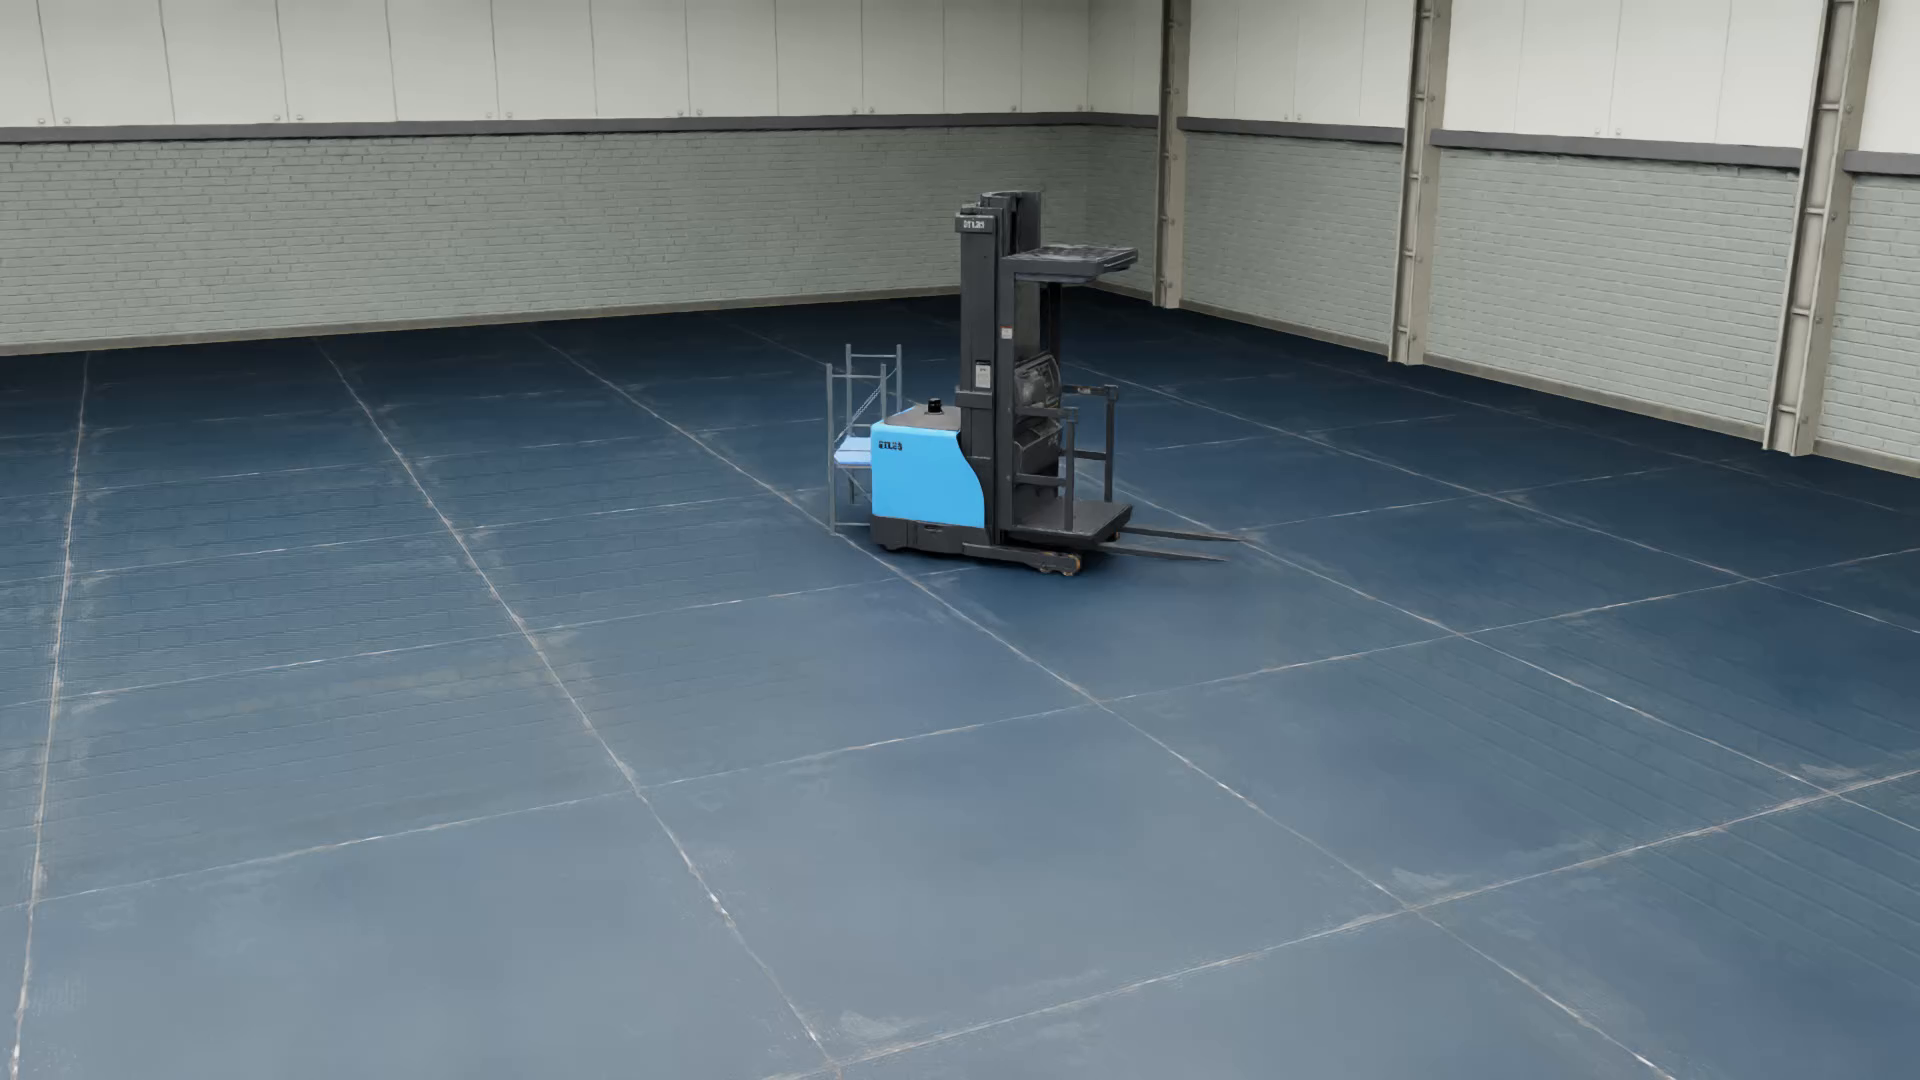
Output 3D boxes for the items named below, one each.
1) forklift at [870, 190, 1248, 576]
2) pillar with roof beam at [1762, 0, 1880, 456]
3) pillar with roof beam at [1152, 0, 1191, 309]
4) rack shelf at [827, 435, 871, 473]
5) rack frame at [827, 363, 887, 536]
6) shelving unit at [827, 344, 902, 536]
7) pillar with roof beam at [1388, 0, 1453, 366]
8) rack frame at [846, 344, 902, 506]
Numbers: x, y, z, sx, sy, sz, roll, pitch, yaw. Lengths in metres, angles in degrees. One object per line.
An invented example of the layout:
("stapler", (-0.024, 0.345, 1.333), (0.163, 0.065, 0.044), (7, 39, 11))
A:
("forklift", (0.814, -1.288, 13.425), (3.031, 2.935, 1.130), (7, 17, 22))
("pillar with roof beam", (4.847, -4.739, 14.452), (9.100, 9.000, 0.400), (-8, 18, -25))
("pillar with roof beam", (-0.411, -7.715, 24.821), (9.100, 9.000, 0.400), (-8, 18, -25))
("rack shelf", (-0.823, -0.722, 14.700), (0.538, 0.185, 1.000), (1, 16, 5))
("rack frame", (-0.869, -0.755, 14.164), (0.500, 1.500, 0.032), (1, 16, 5))
("shelving unit", (-0.823, -0.895, 14.651), (0.538, 1.500, 1.048), (1, 16, 5))
("pillar with roof beam", (2.218, -6.227, 19.636), (9.100, 9.000, 0.400), (-8, 18, -25))
("rack frame", (-0.776, -1.035, 15.137), (0.500, 1.500, 0.032), (1, 16, 5))
